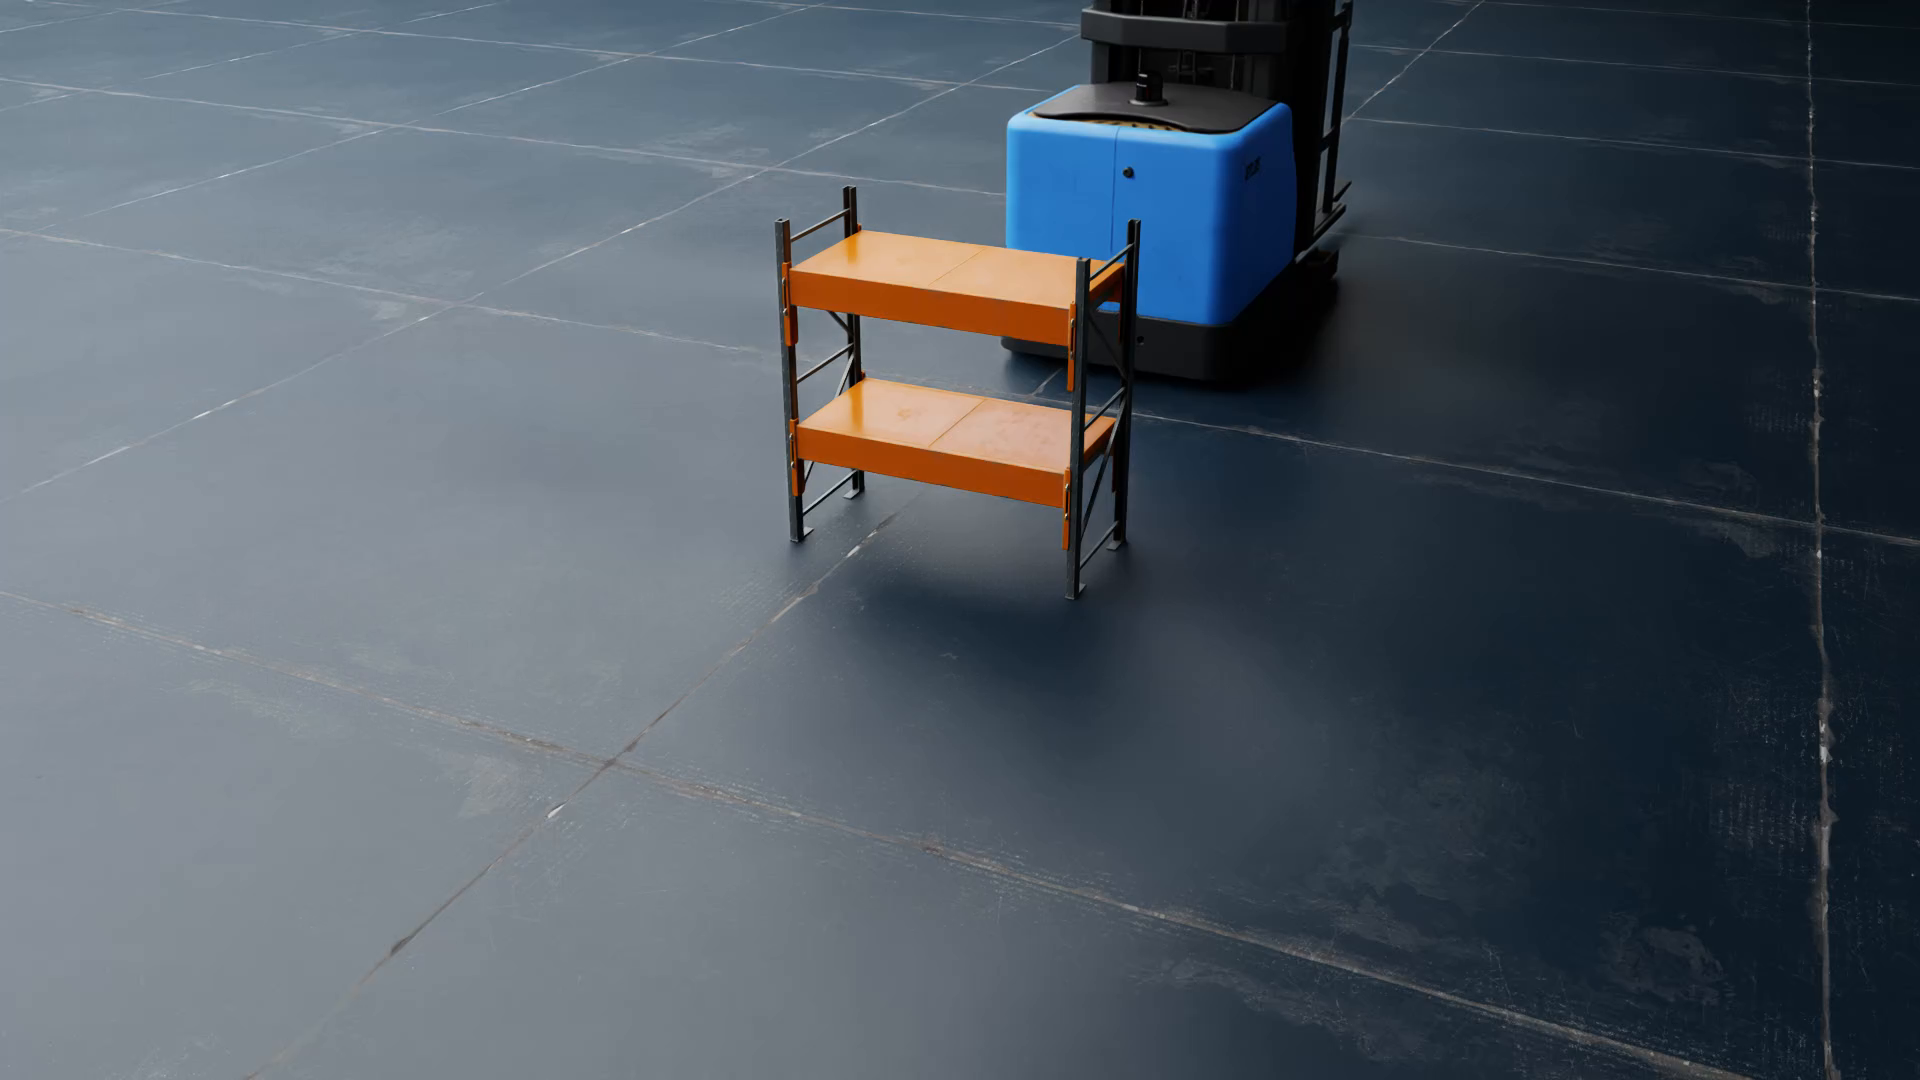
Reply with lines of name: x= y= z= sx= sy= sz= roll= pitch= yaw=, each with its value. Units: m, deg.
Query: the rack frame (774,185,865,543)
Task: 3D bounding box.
rack frame: x=-0.469 y=-0.599 z=5.693 sx=0.032 sy=1.125 sz=0.500 roll=11 pitch=28 yaw=22

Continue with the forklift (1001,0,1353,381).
forklift: x=1.258 y=-2.601 z=7.715 sx=1.130 sy=2.935 sz=3.031 roll=12 pitch=28 yaw=22

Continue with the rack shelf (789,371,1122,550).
rack shelf: x=-0.006 y=-0.287 z=5.612 sx=1.000 sy=0.278 sz=0.538 roll=11 pitch=28 yaw=22

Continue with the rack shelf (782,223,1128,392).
rack shelf: x=-0.006 y=-0.768 z=5.375 sx=1.000 sy=0.278 sz=0.538 roll=11 pitch=28 yaw=22

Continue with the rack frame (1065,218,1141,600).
rack frame: x=0.457 y=-0.413 z=5.315 sx=0.032 sy=1.125 sz=0.500 roll=11 pitch=28 yaw=22

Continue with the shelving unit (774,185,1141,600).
shelving unit: x=-0.006 y=-0.506 z=5.504 sx=1.048 sy=1.125 sz=0.538 roll=11 pitch=28 yaw=22
